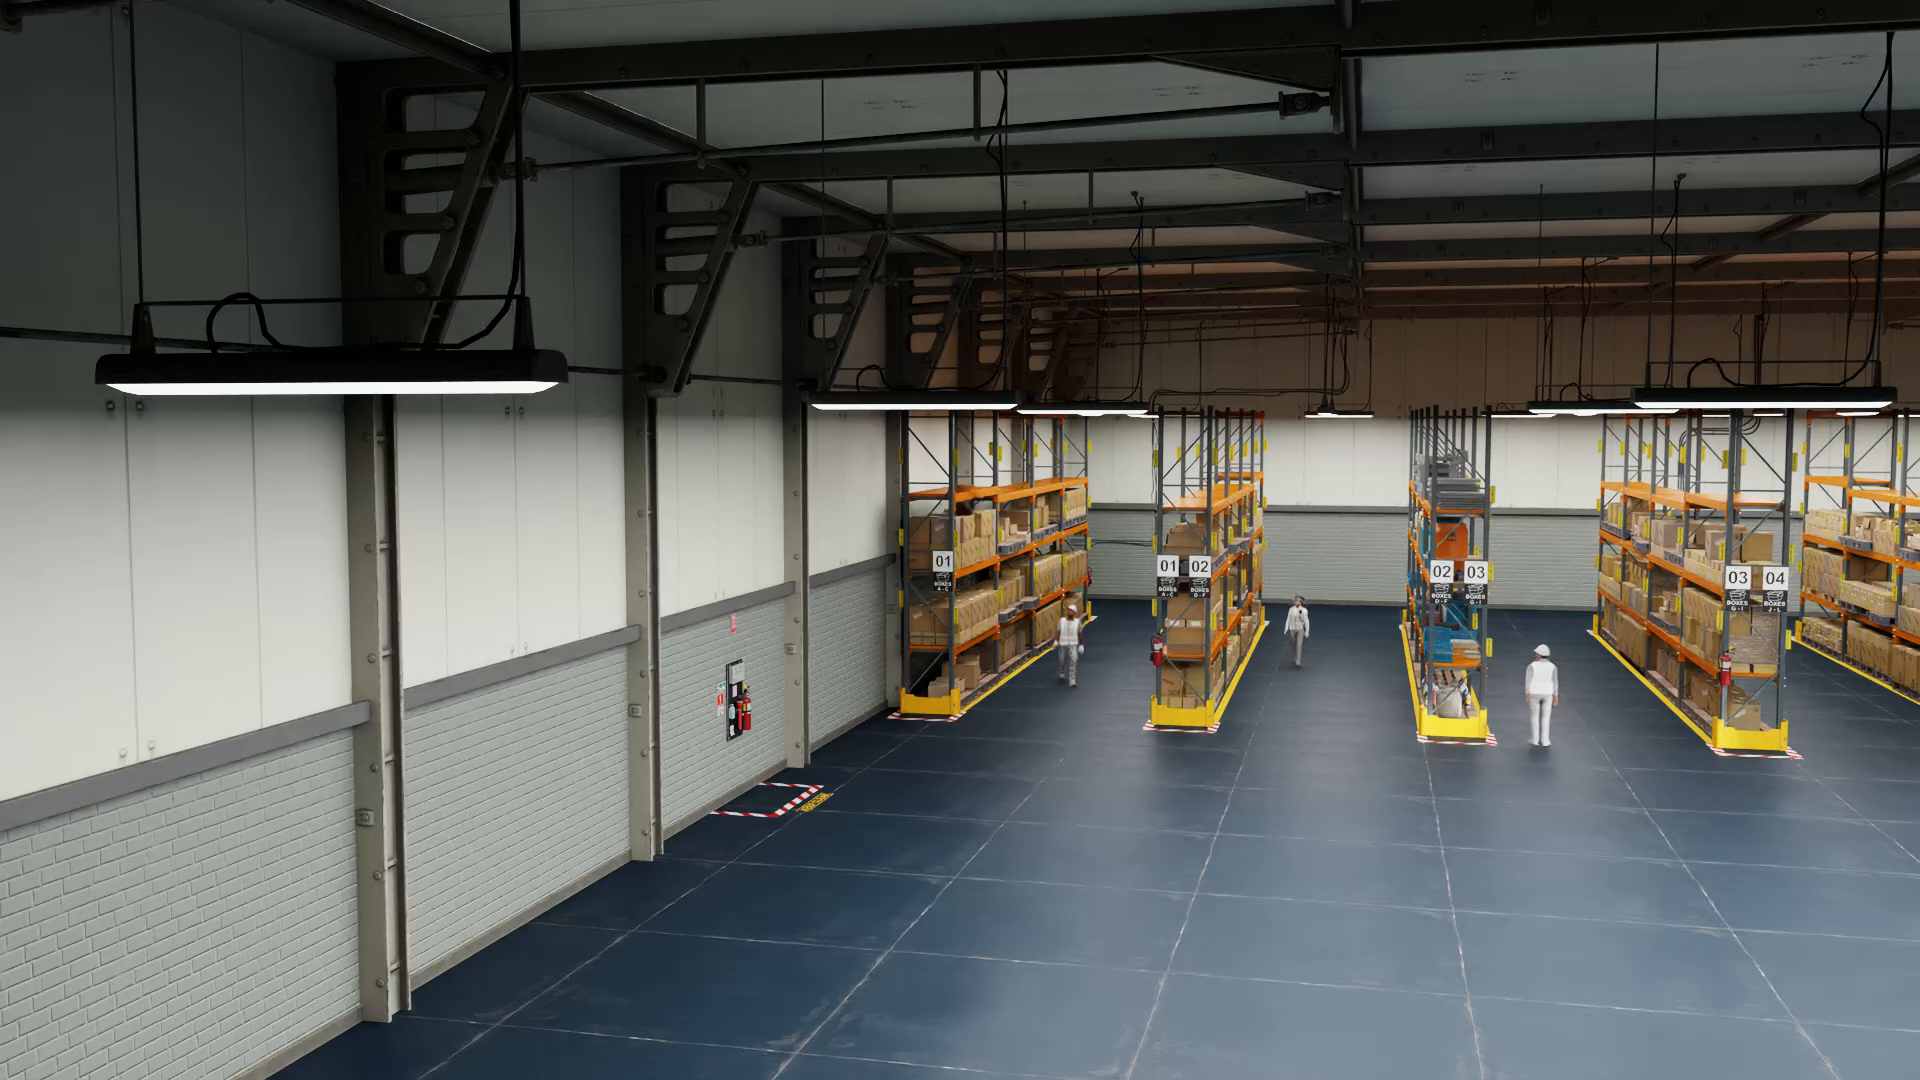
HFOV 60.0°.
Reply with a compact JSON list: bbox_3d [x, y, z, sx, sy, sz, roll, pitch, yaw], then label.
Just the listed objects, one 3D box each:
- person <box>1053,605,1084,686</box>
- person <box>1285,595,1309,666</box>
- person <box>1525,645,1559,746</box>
[{"bbox_3d":[2.348,2.281,36.079,0.684,1.729,1.012,0,4,0],"label":"person"},{"bbox_3d":[7.906,2.099,38.981,0.554,1.641,0.993,1,4,19],"label":"person"},{"bbox_3d":[10.253,2.731,29.314,0.553,1.779,0.389,1,4,15],"label":"person"}]
